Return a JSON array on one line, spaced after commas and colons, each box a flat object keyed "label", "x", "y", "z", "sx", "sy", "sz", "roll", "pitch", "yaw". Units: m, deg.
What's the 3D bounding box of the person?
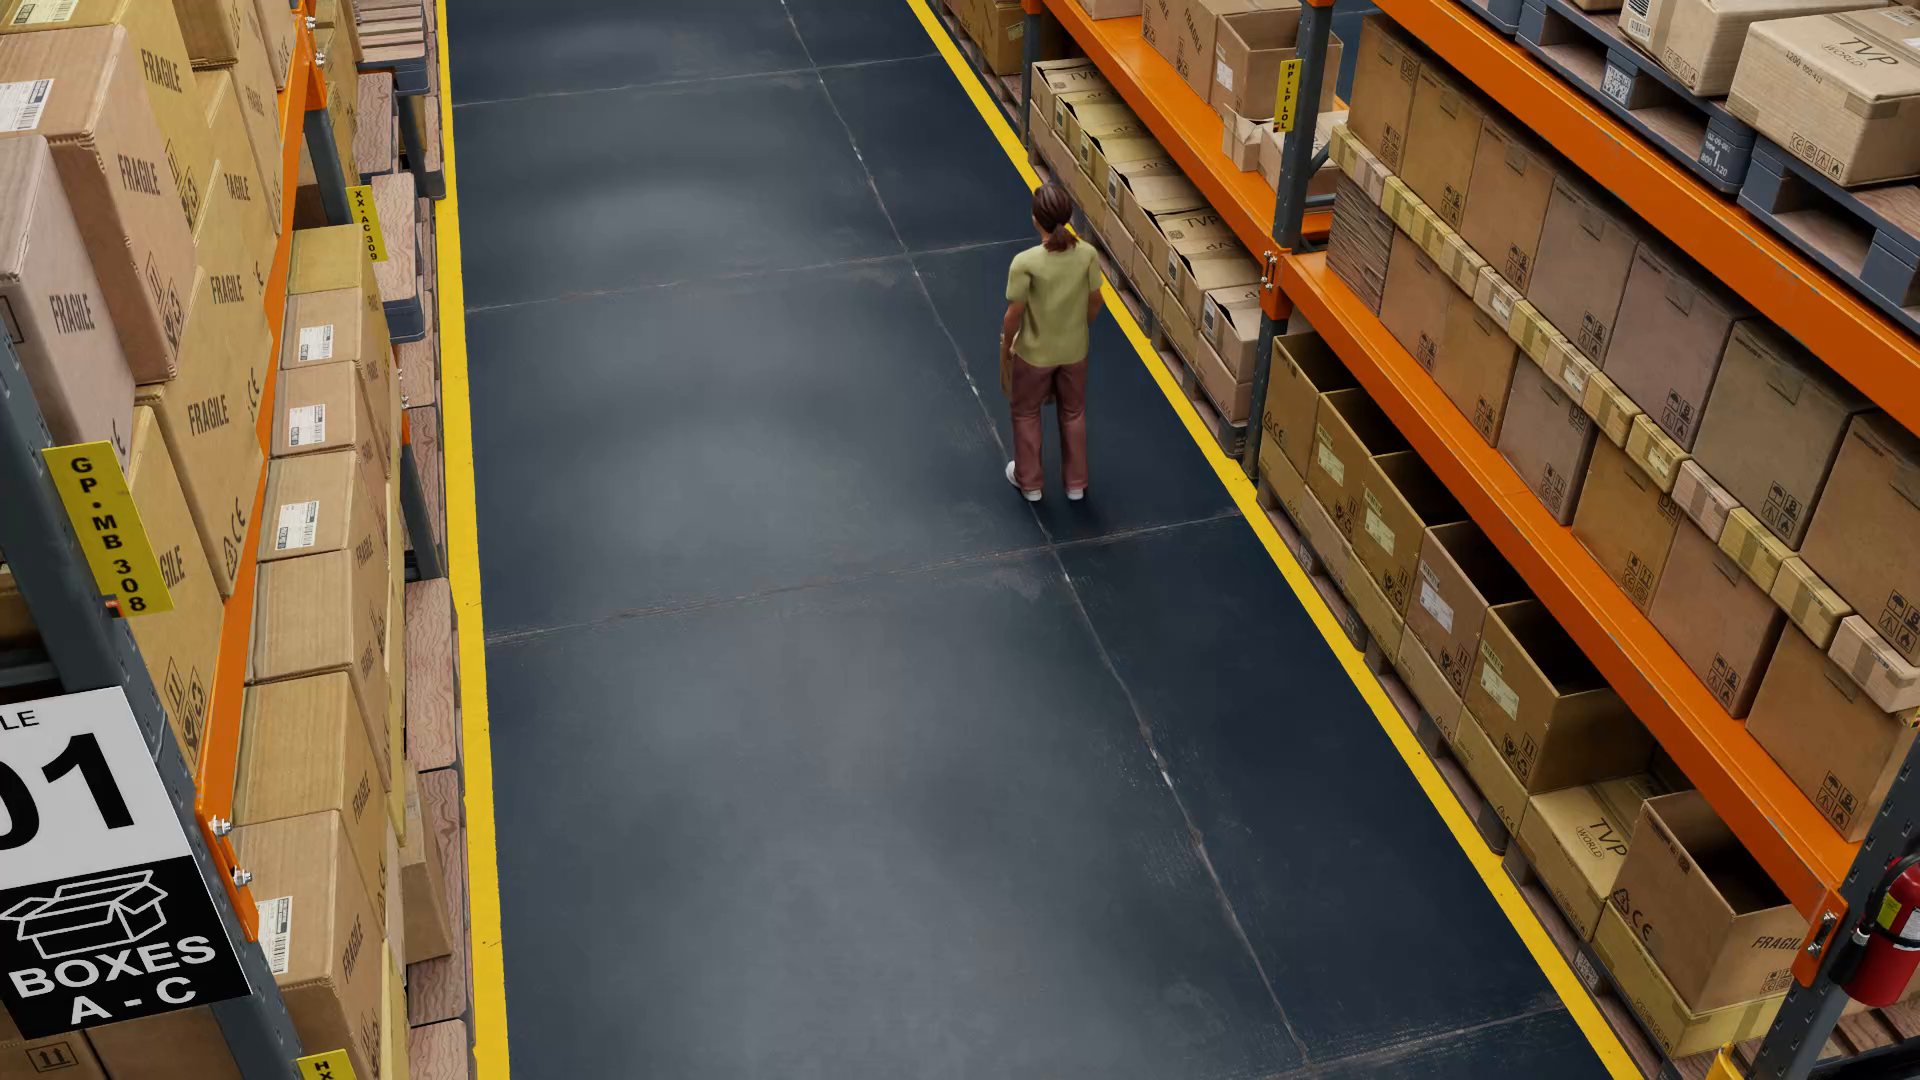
[{"label": "person", "x": 0.413, "y": -0.915, "z": 7.869, "sx": 0.480, "sy": 1.676, "sz": 0.414, "roll": -10, "pitch": 40, "yaw": -13}]
